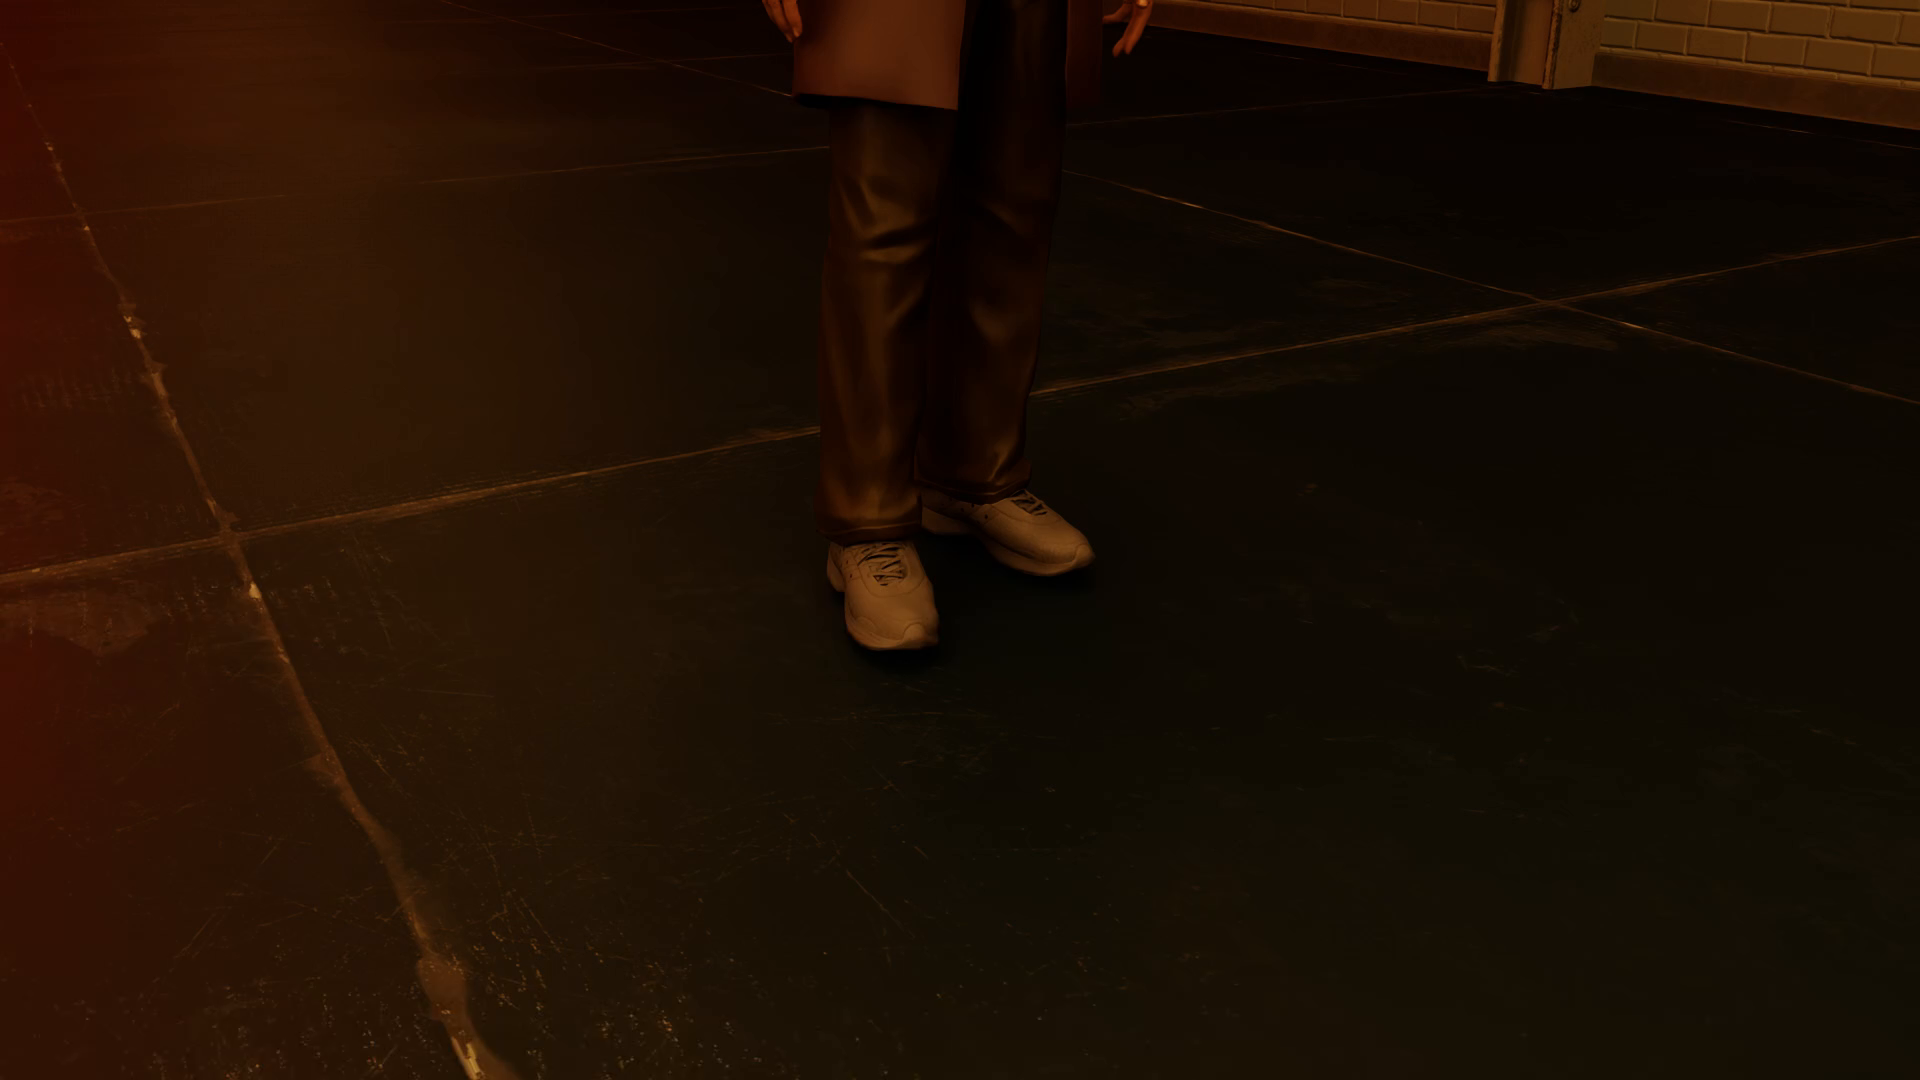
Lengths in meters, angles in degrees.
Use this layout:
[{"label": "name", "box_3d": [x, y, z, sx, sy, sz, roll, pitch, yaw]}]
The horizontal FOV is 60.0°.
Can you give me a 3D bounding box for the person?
[{"label": "person", "box_3d": [0.041, -0.798, 2.220, 0.696, 1.775, 0.582, -12, 25, -28]}]
